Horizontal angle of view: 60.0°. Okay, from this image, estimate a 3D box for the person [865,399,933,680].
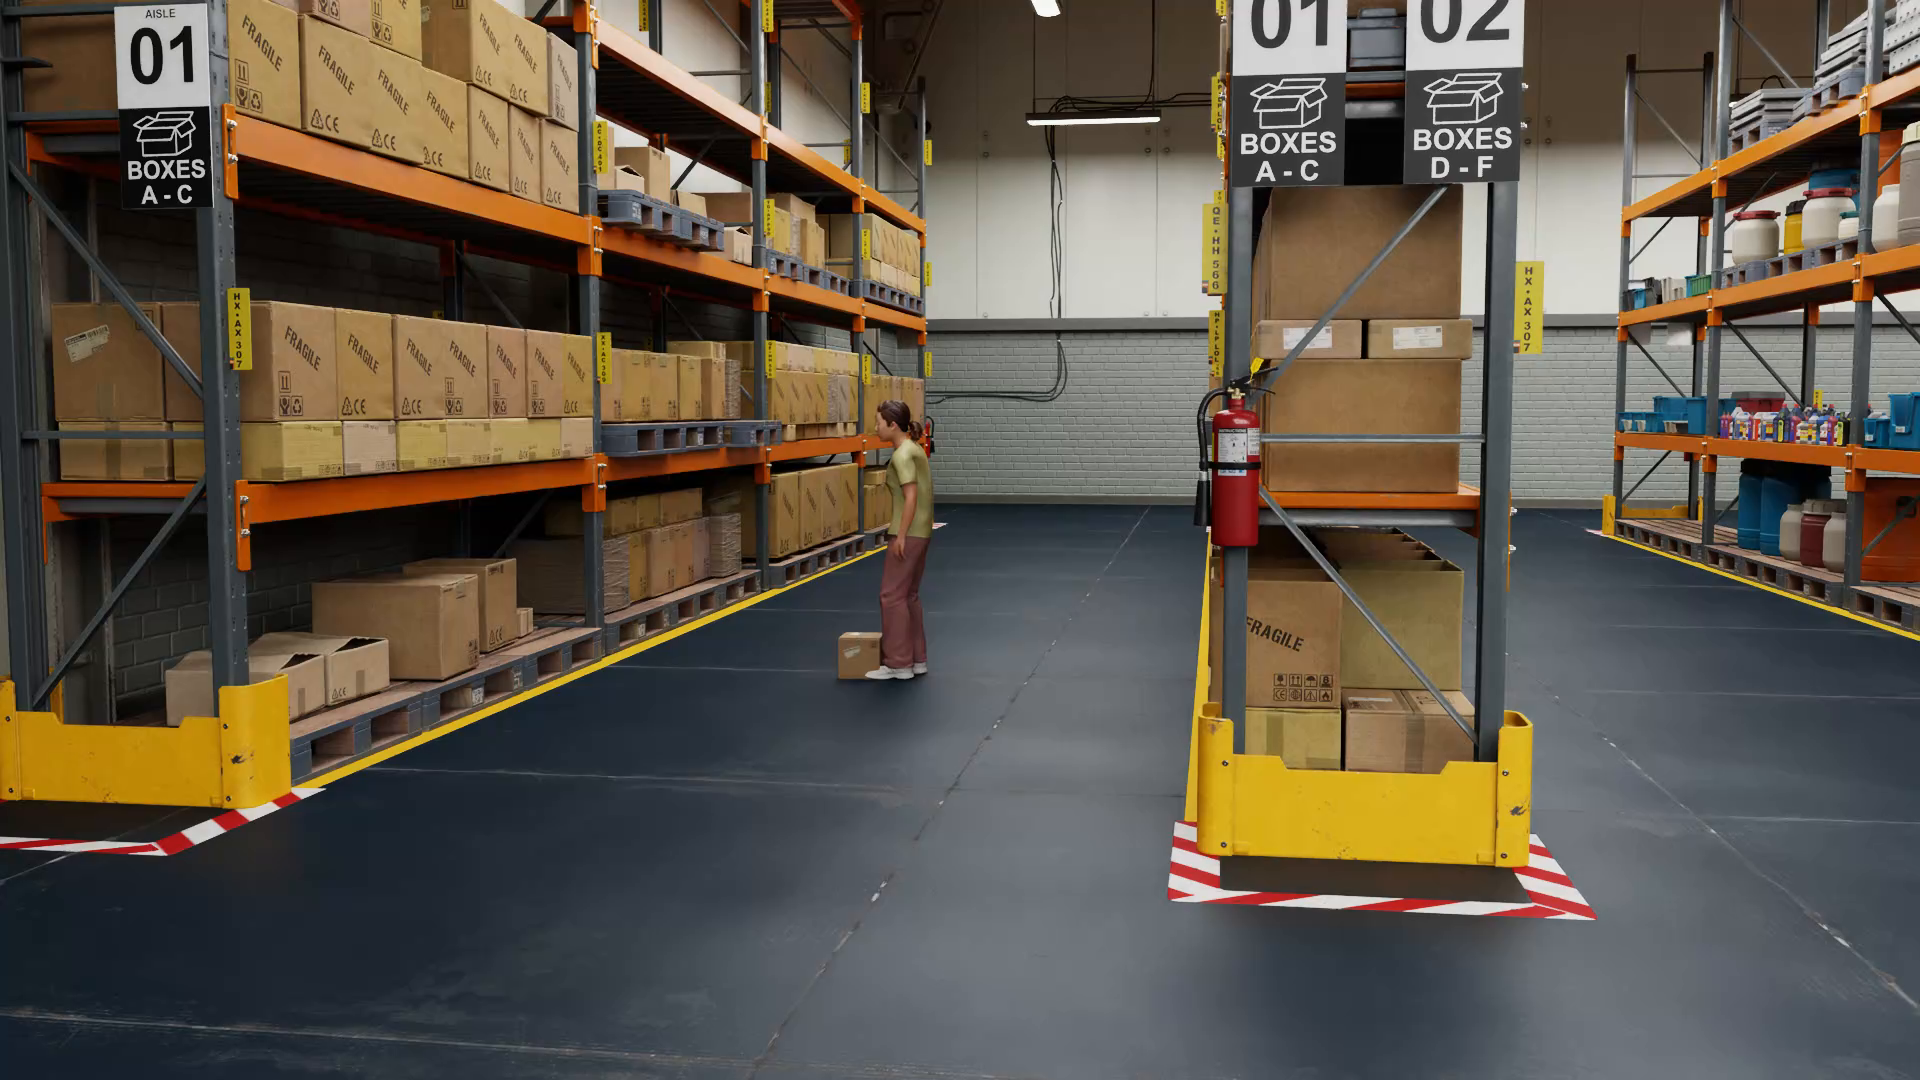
[{"bbox_3d":[-0.369,-0.007,9.960,0.416,1.671,0.510,0,5,5],"label":"person"}]
